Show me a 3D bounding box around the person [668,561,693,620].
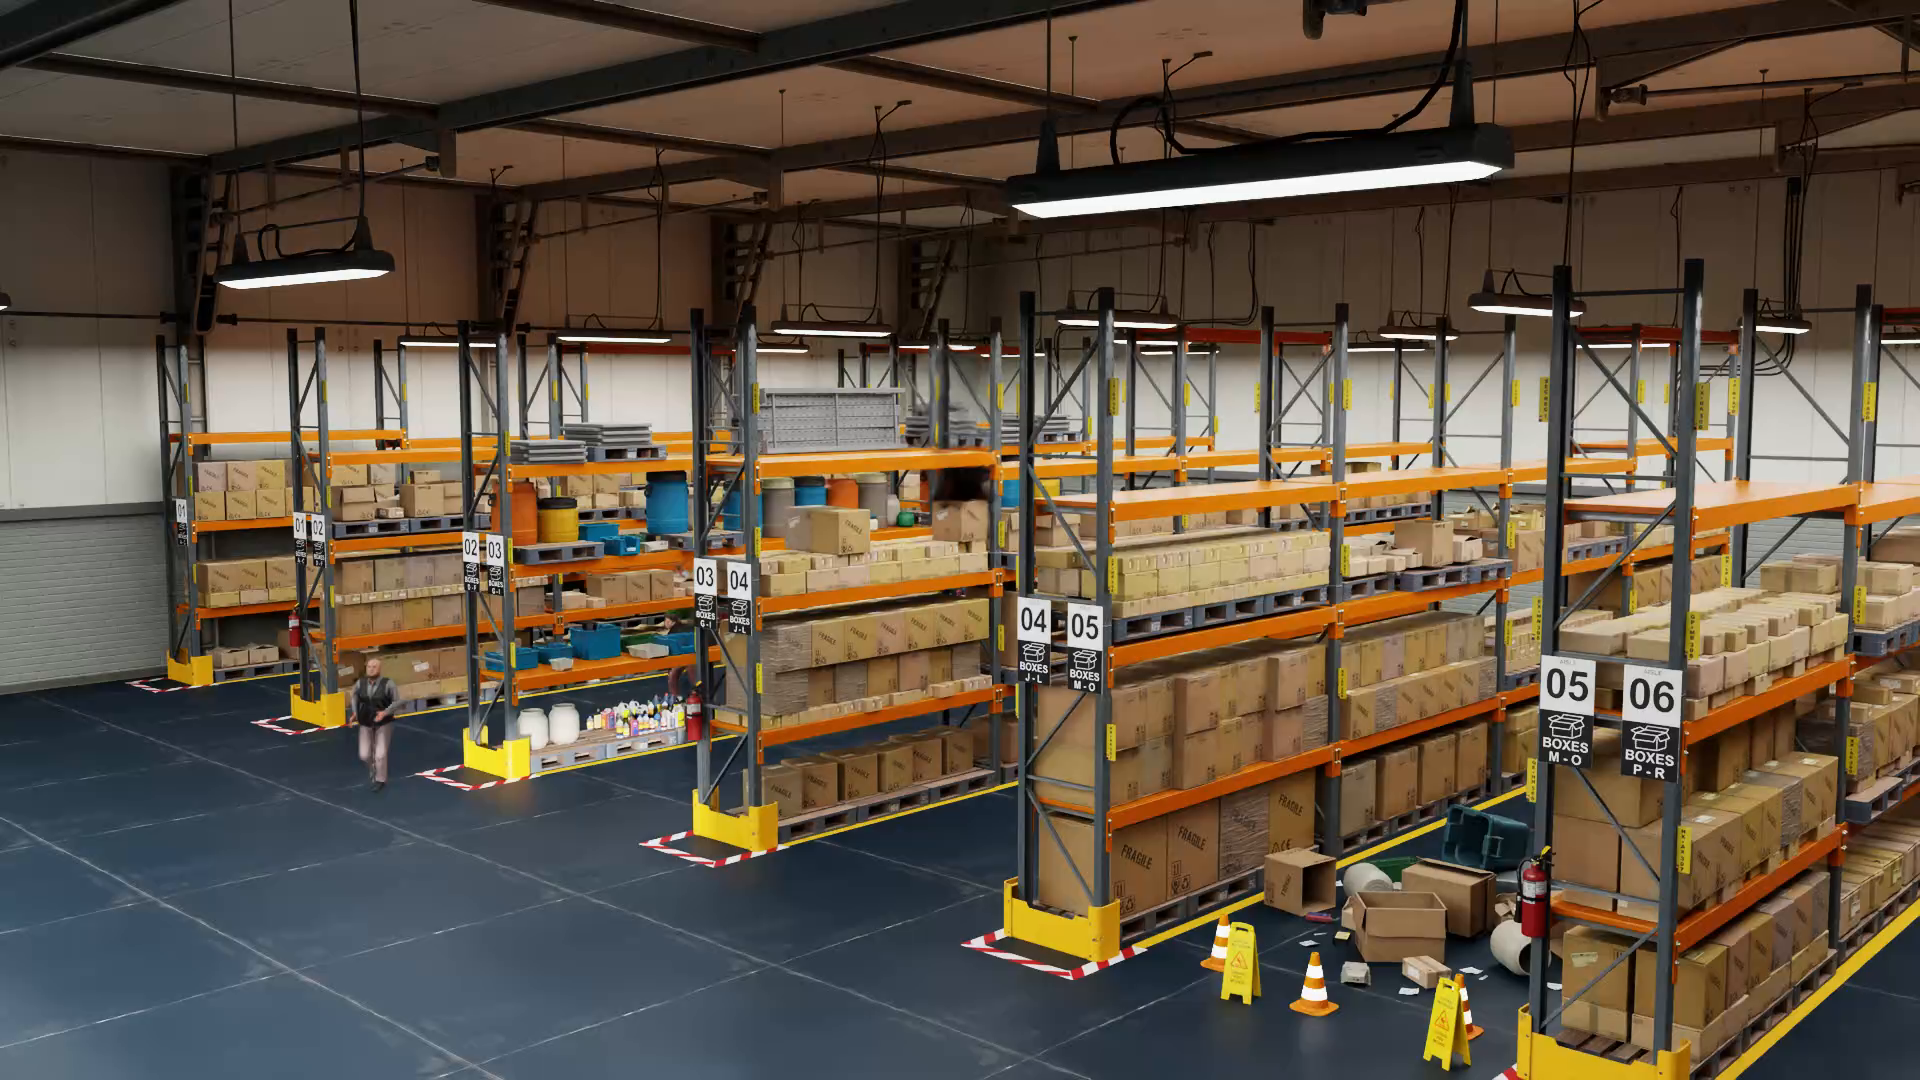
[{"bbox_3d":[-5.482,1.189,32.657,0.652,1.805,0.983,5,7,43],"label":"person"}]

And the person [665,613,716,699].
[{"bbox_3d":[-4.266,1.926,26.268,1.003,1.625,0.616,-5,7,-44],"label":"person"}]

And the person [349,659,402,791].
[{"bbox_3d":[-7.454,2.352,21.186,0.663,1.681,0.592,0,5,-4],"label":"person"}]
